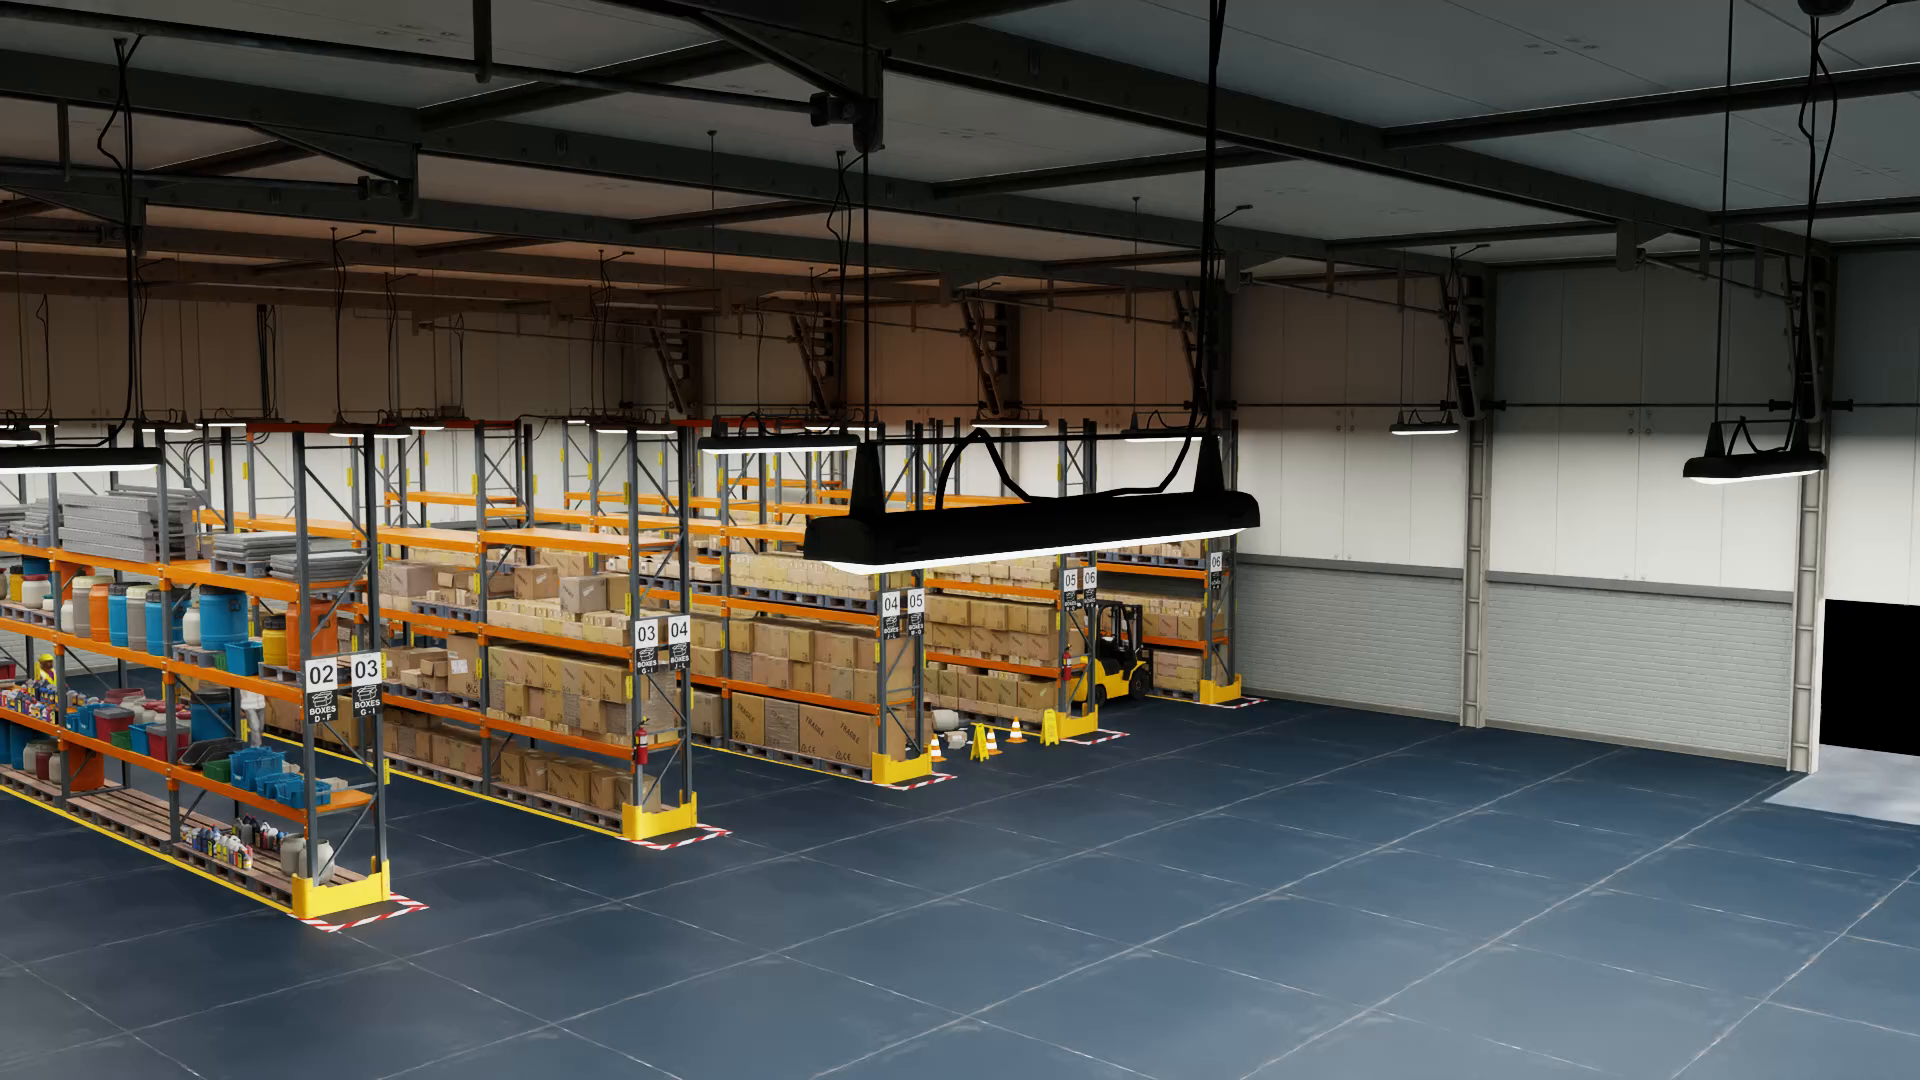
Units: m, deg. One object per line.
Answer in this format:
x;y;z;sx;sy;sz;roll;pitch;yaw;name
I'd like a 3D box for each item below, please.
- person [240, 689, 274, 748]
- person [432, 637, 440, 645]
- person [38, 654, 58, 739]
-12.547;3.041;29.755;0.766;1.767;0.602;3;5;31;person
-13.824;1.920;43.989;0.437;1.632;0.836;-1;5;-8;person
-16.776;2.942;30.685;1.067;1.701;0.656;2;5;25;person
